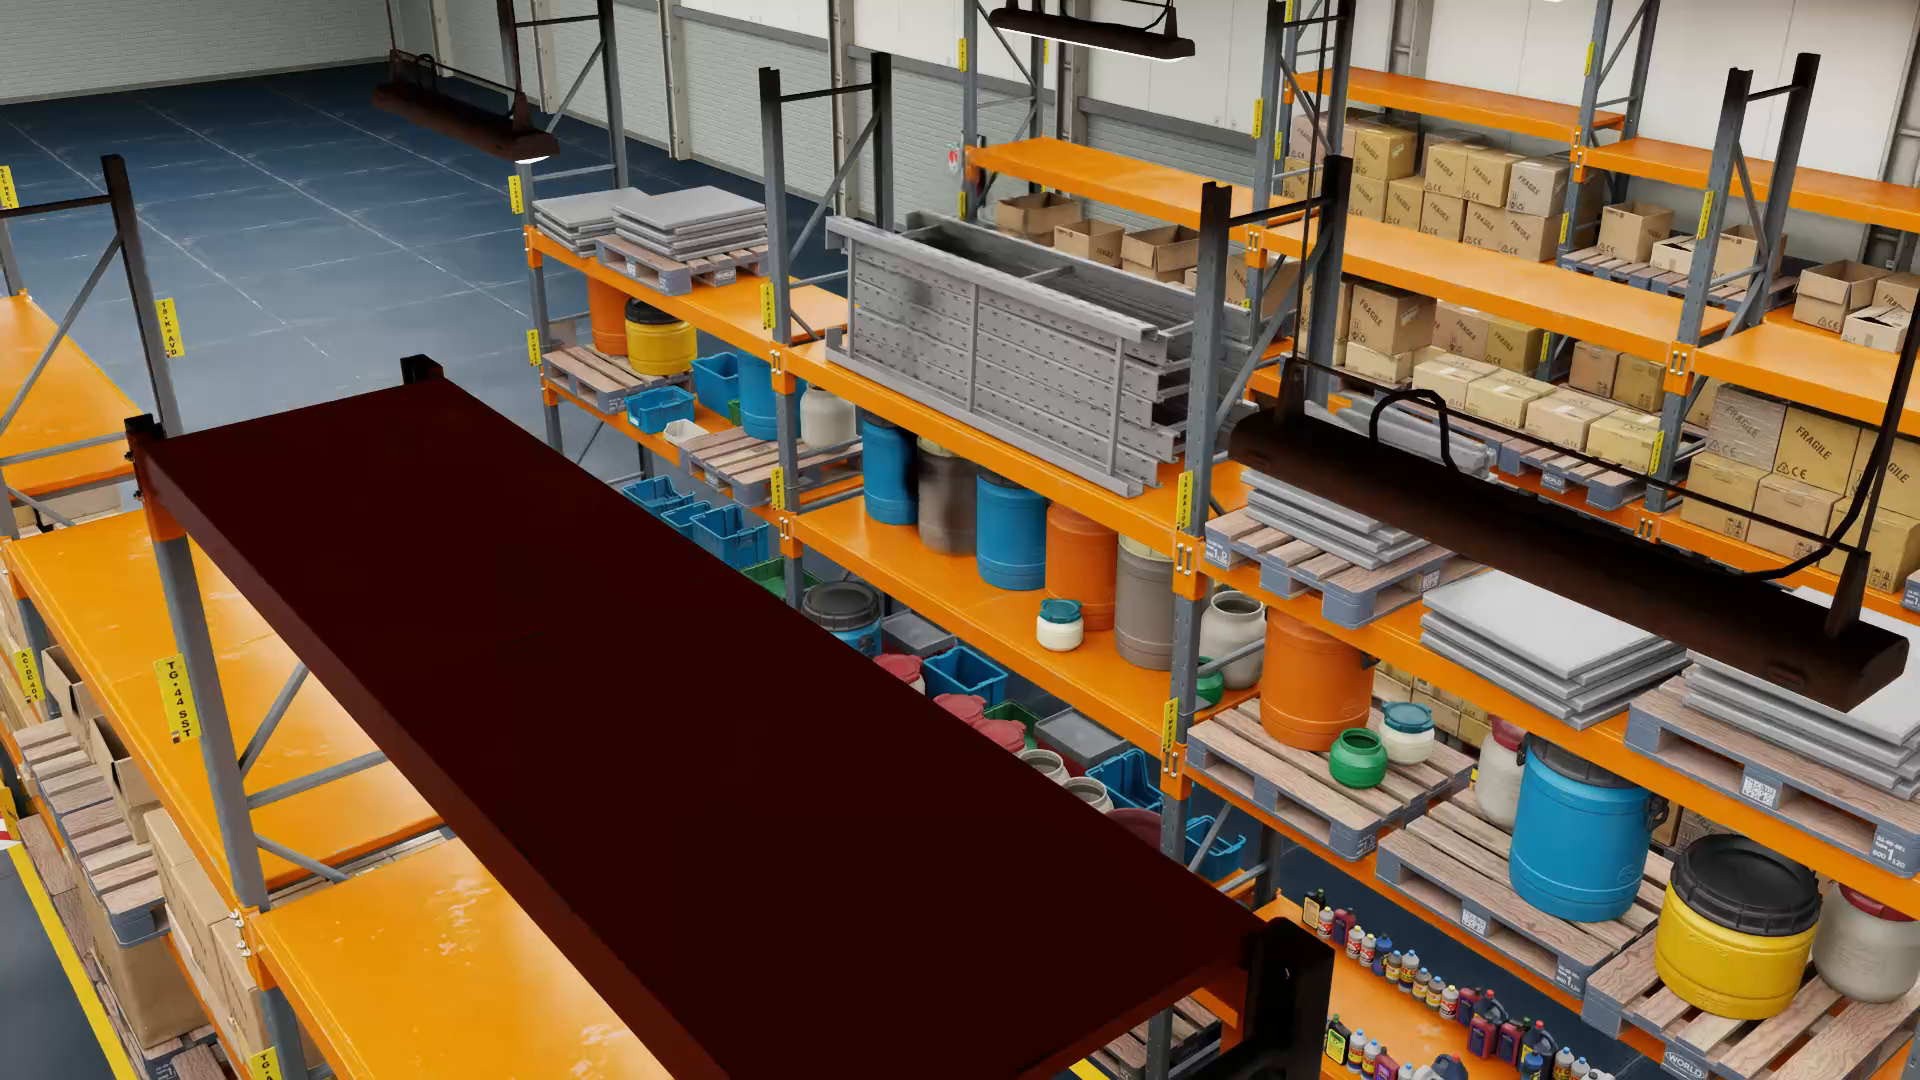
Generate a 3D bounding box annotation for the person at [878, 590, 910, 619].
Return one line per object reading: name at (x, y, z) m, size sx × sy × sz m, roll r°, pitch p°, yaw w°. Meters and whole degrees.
person at (-0.517, 0.323, 15.692) m, size 0.903 × 1.662 × 0.608 m, roll 18°, pitch 31°, yaw 33°
